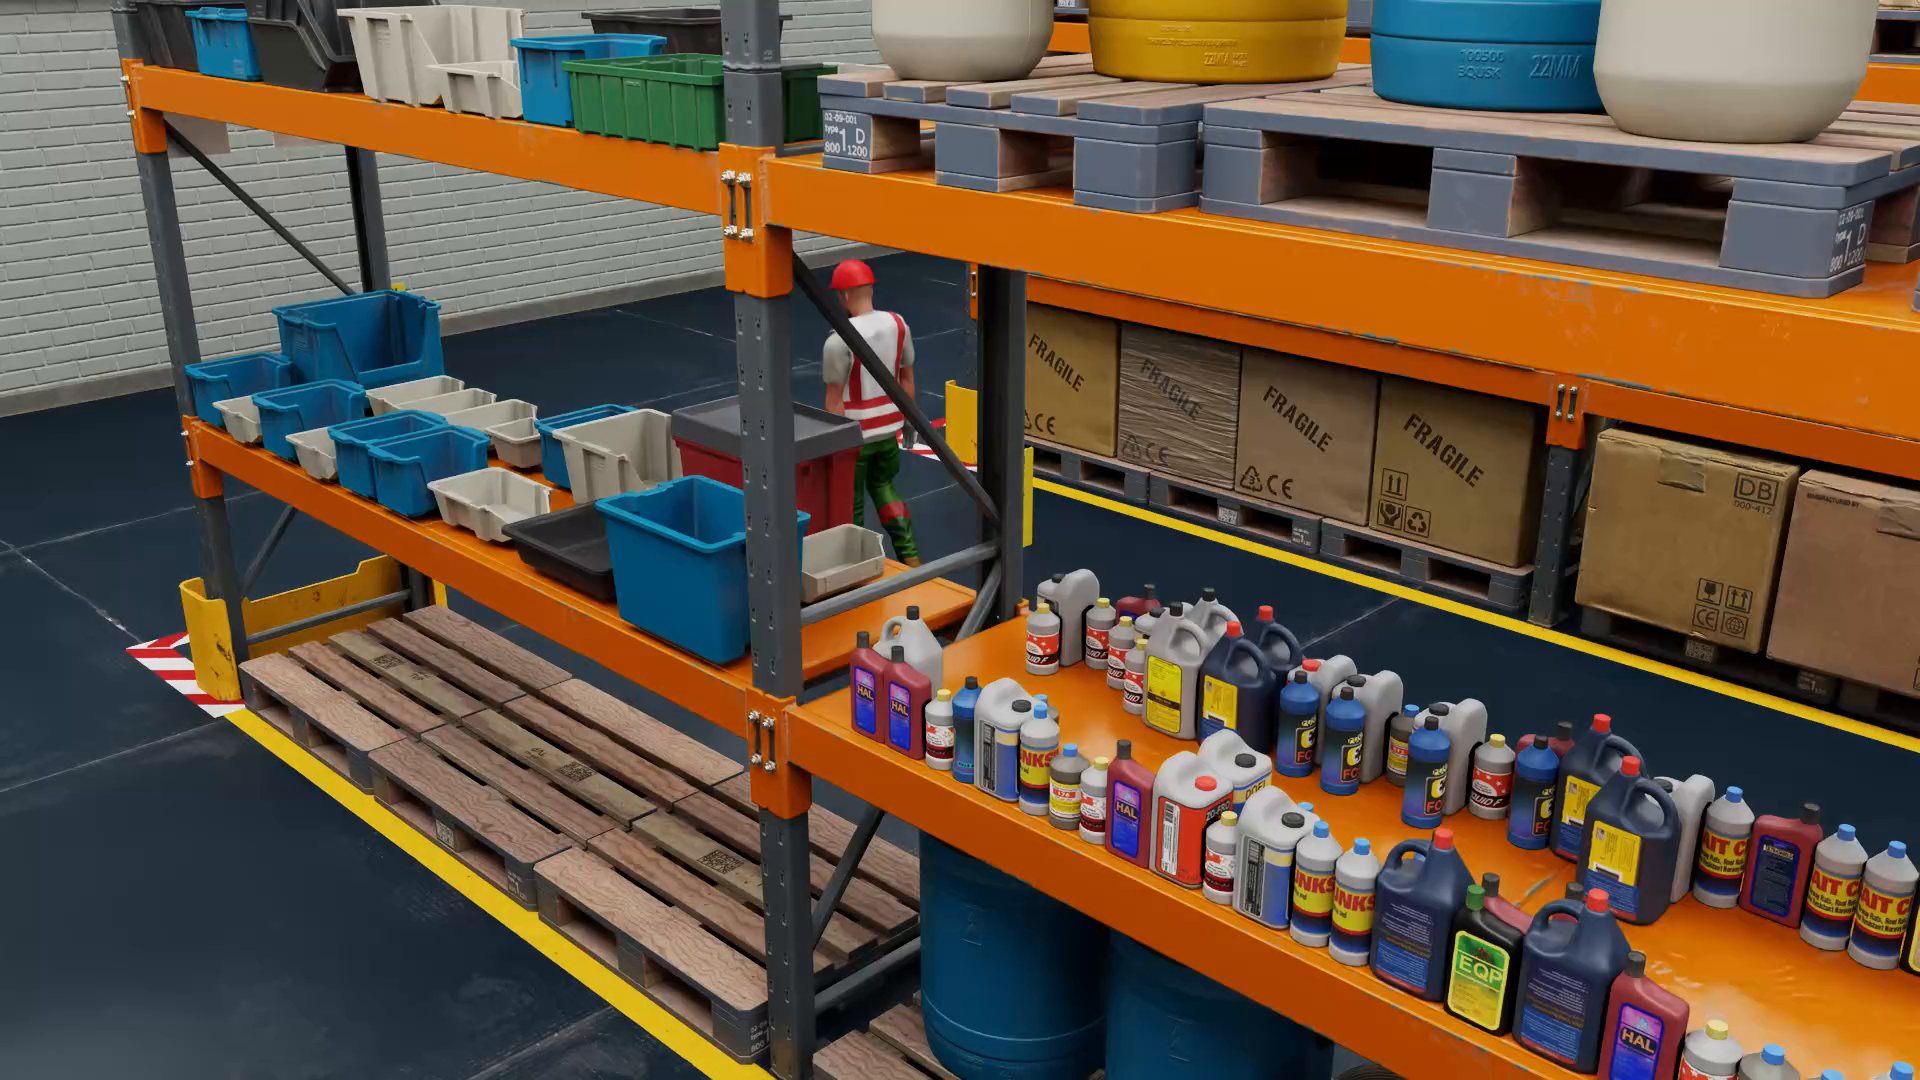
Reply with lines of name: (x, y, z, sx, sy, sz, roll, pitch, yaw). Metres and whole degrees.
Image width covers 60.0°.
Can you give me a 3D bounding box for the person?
person: (-0.509, -0.562, 8.513, 0.591, 1.780, 0.629, -16, 26, -37)
